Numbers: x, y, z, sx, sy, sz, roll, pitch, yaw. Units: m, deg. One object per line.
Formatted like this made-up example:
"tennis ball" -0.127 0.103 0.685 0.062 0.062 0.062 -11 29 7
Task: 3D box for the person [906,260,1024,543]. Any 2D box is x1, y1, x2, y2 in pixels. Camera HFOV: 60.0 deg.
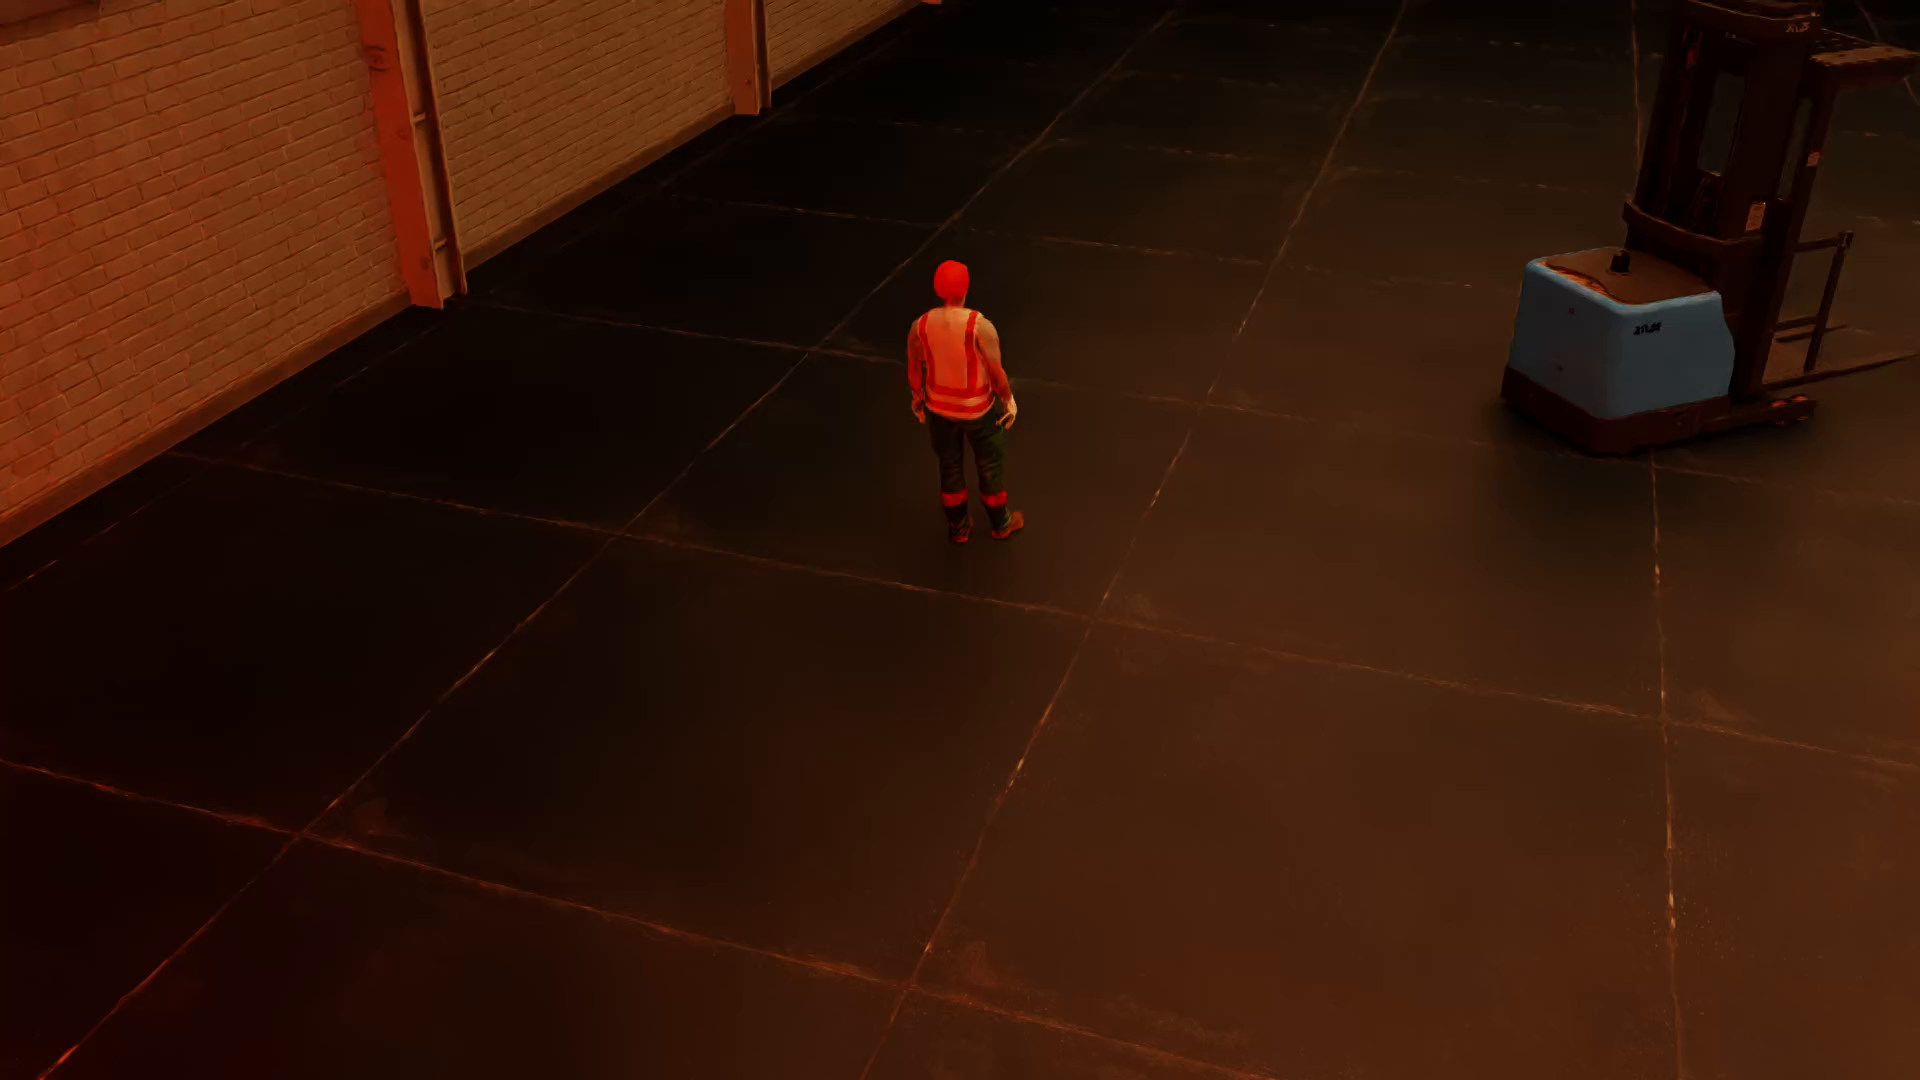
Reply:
"person" 0.036 -0.819 9.712 0.637 1.787 0.563 10 31 16

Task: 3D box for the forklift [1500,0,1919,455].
"forklift" 5.384 -2.298 11.167 3.031 2.935 1.130 -11 32 -19
